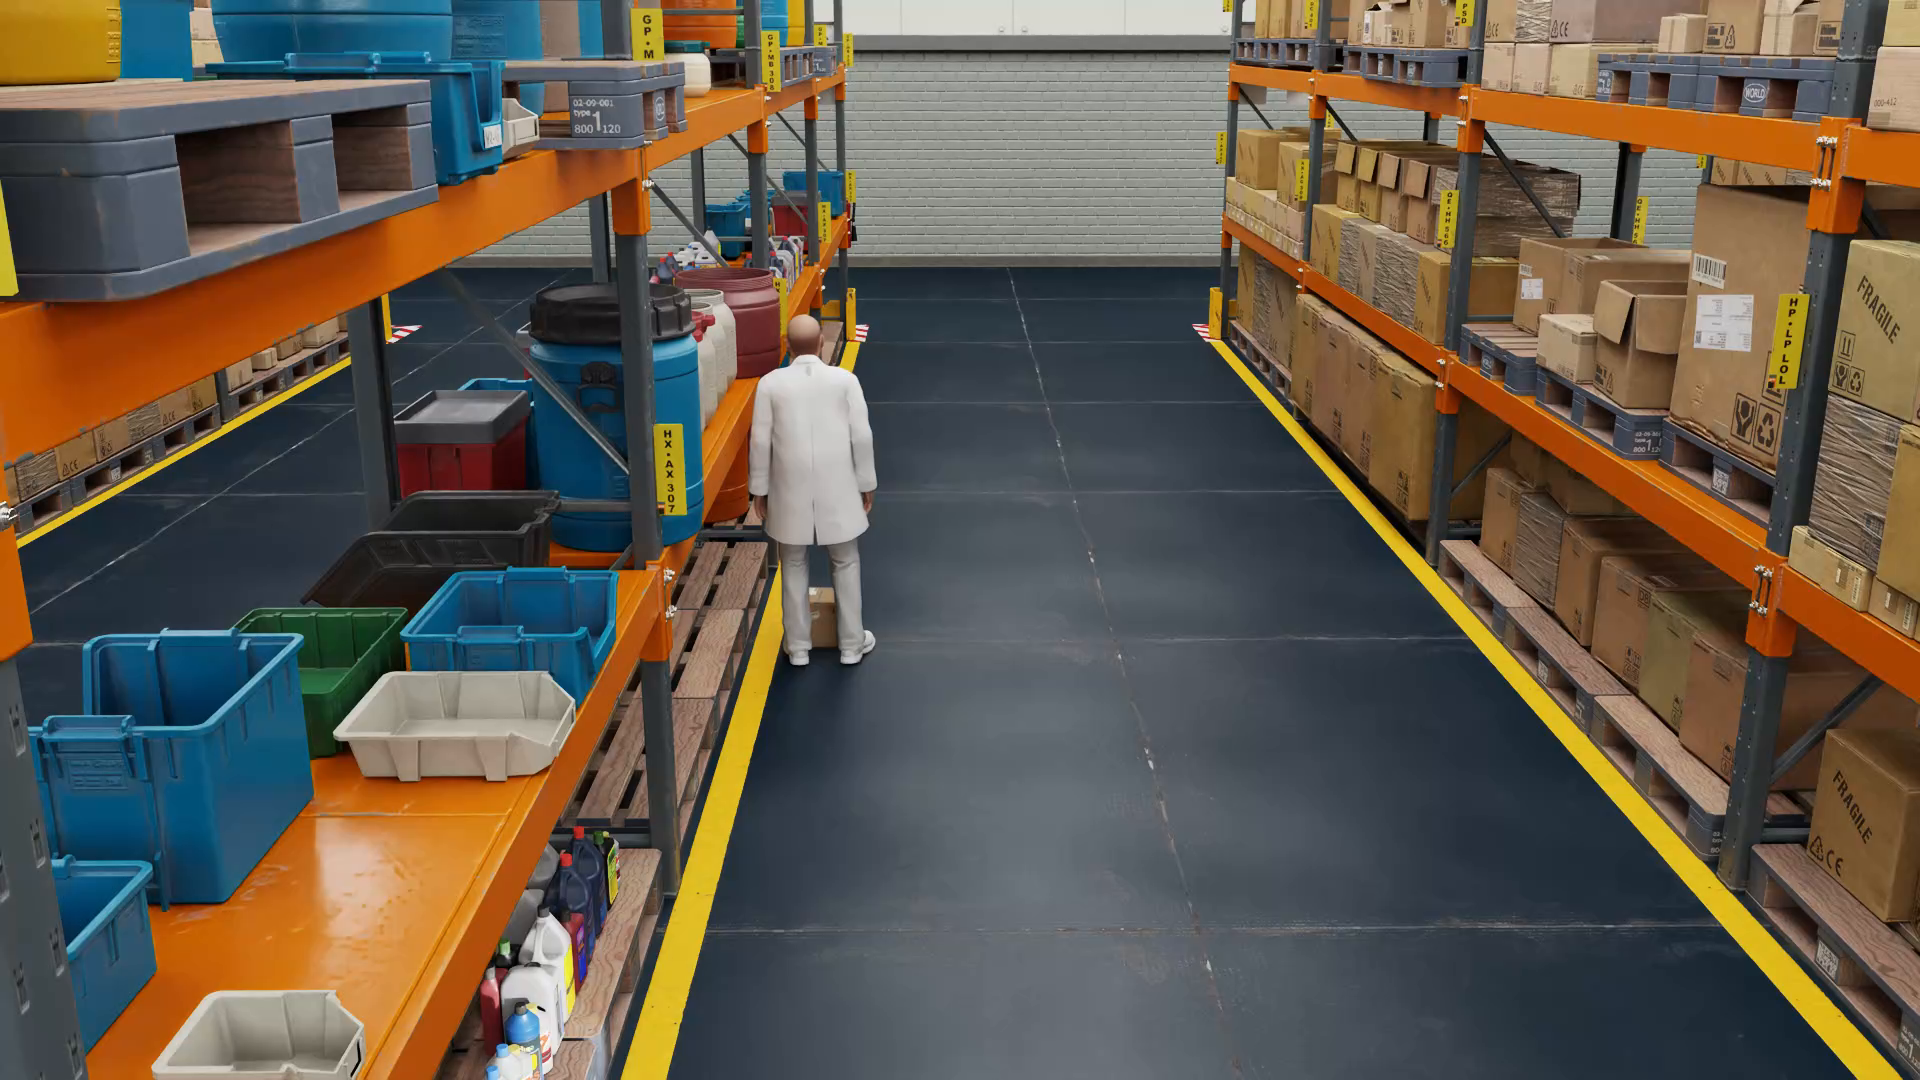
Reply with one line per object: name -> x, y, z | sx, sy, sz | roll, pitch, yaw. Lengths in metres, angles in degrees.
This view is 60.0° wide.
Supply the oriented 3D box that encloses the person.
person -> -0.742, -0.245, 8.381 | 0.648, 1.772, 0.429 | -1, 17, -4
